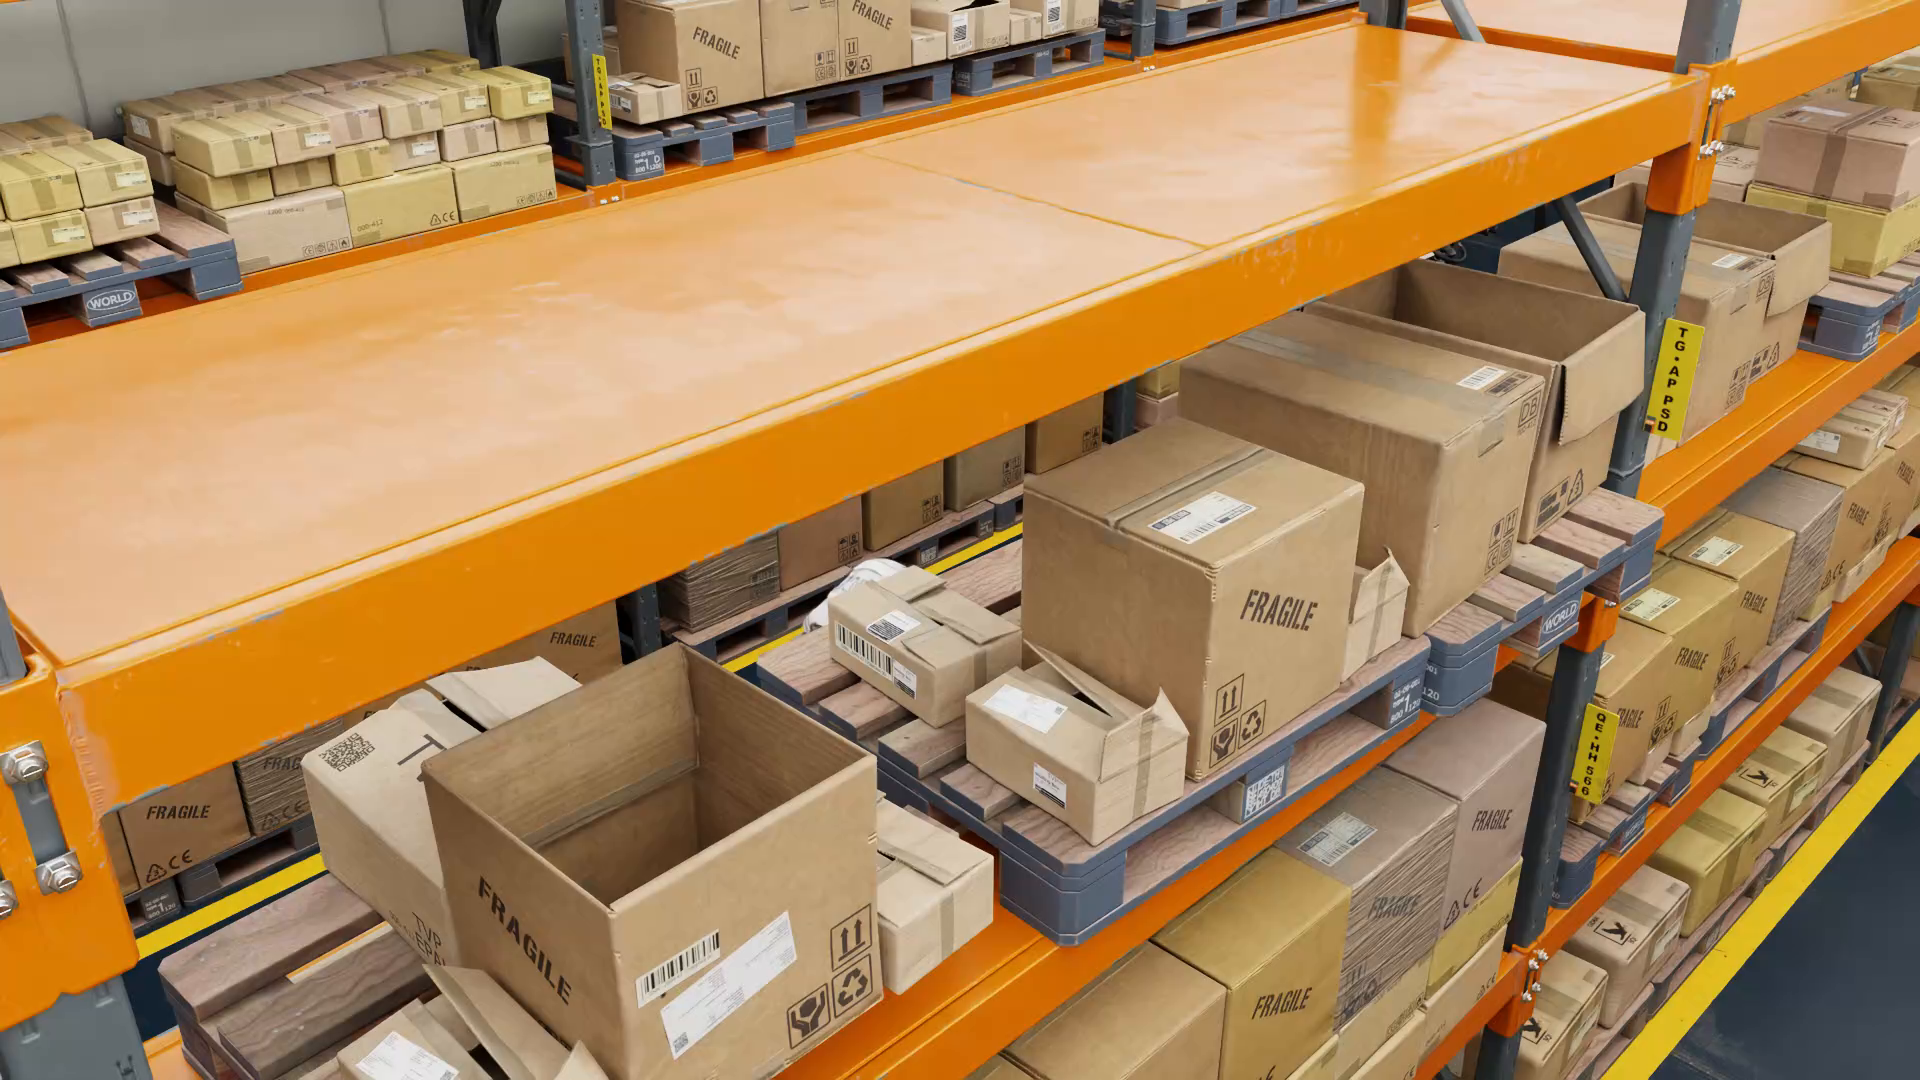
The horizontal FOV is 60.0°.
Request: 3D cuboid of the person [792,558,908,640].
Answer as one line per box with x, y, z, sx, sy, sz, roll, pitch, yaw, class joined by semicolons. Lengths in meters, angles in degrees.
-0.534;0.592;8.701;0.521;0.834;0.942;23;36;37;person
